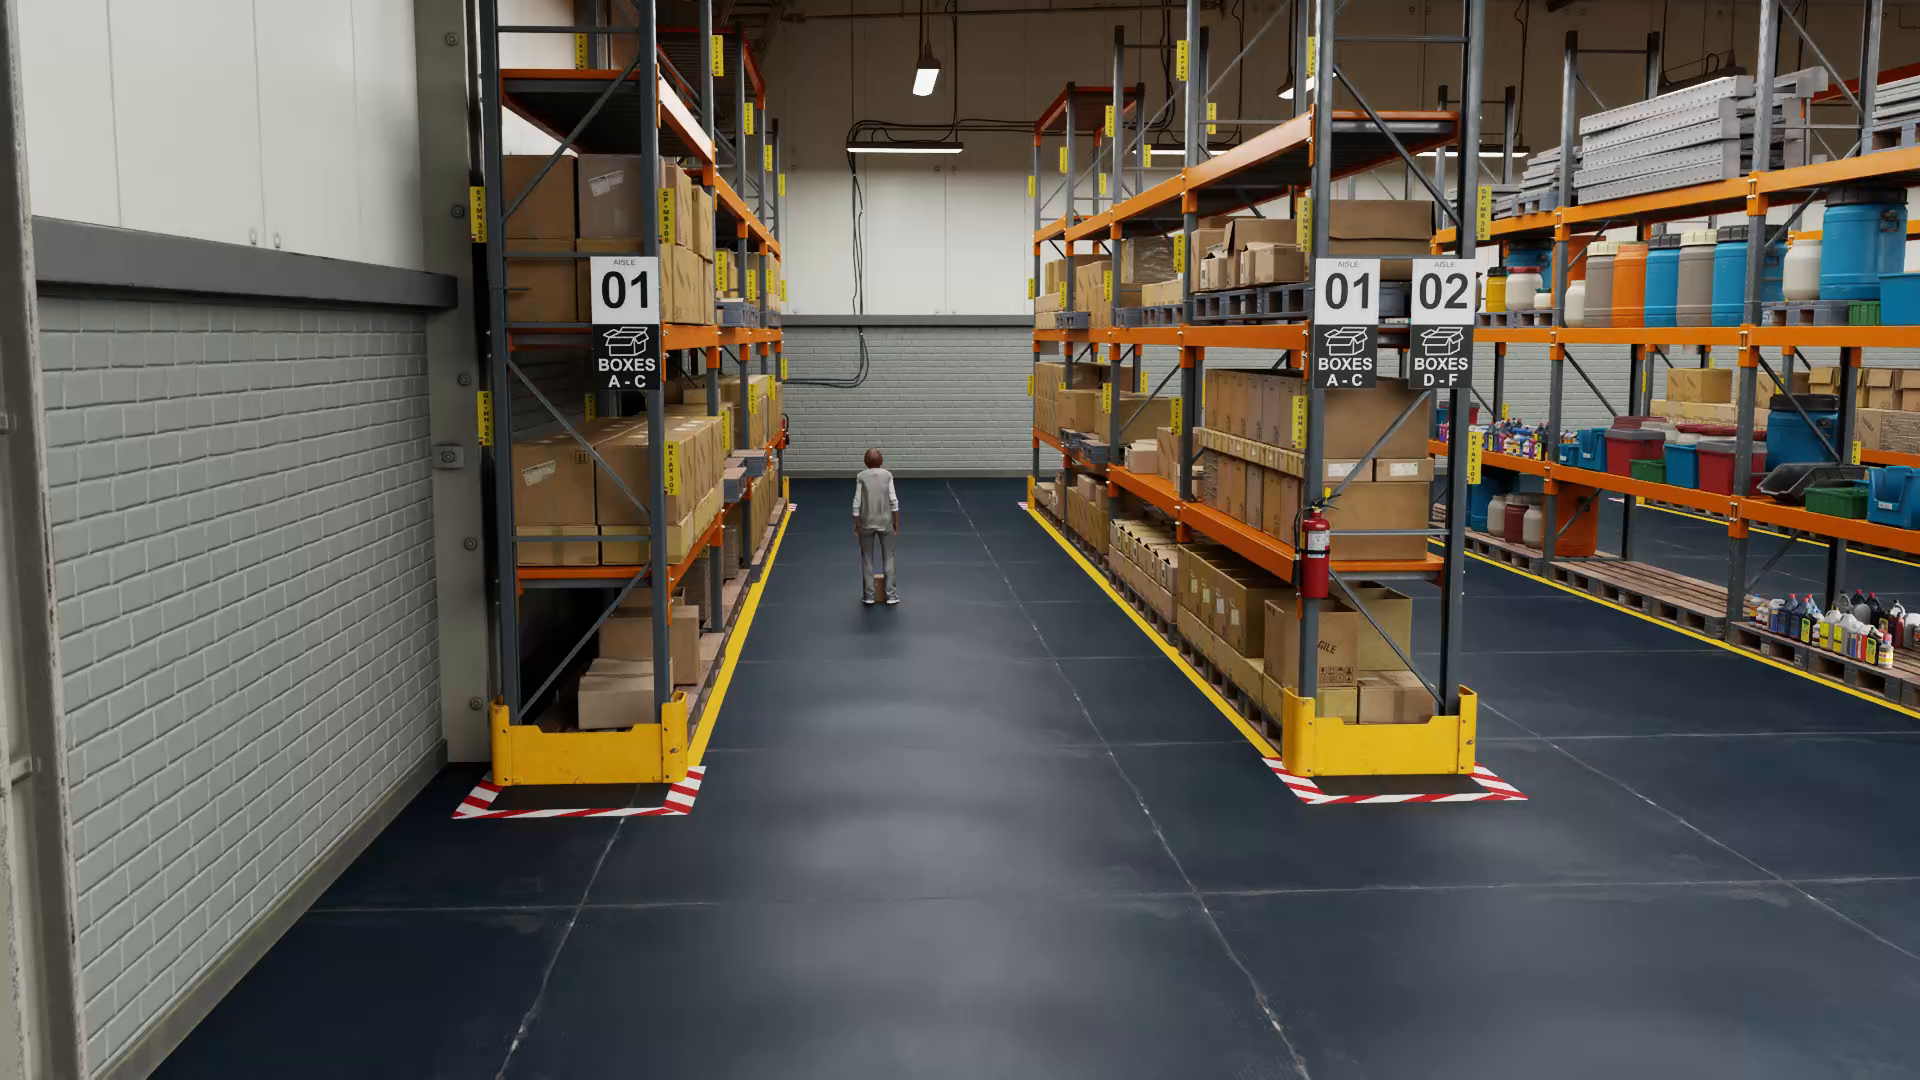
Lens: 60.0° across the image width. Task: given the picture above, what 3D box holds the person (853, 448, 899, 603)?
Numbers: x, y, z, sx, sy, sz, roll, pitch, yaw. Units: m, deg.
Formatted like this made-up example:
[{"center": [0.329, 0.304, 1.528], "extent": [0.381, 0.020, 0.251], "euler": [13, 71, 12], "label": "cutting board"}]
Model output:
[{"center": [-0.855, -0.141, 16.941], "extent": [0.477, 1.592, 0.367], "euler": [-1, 7, -5], "label": "person"}]
